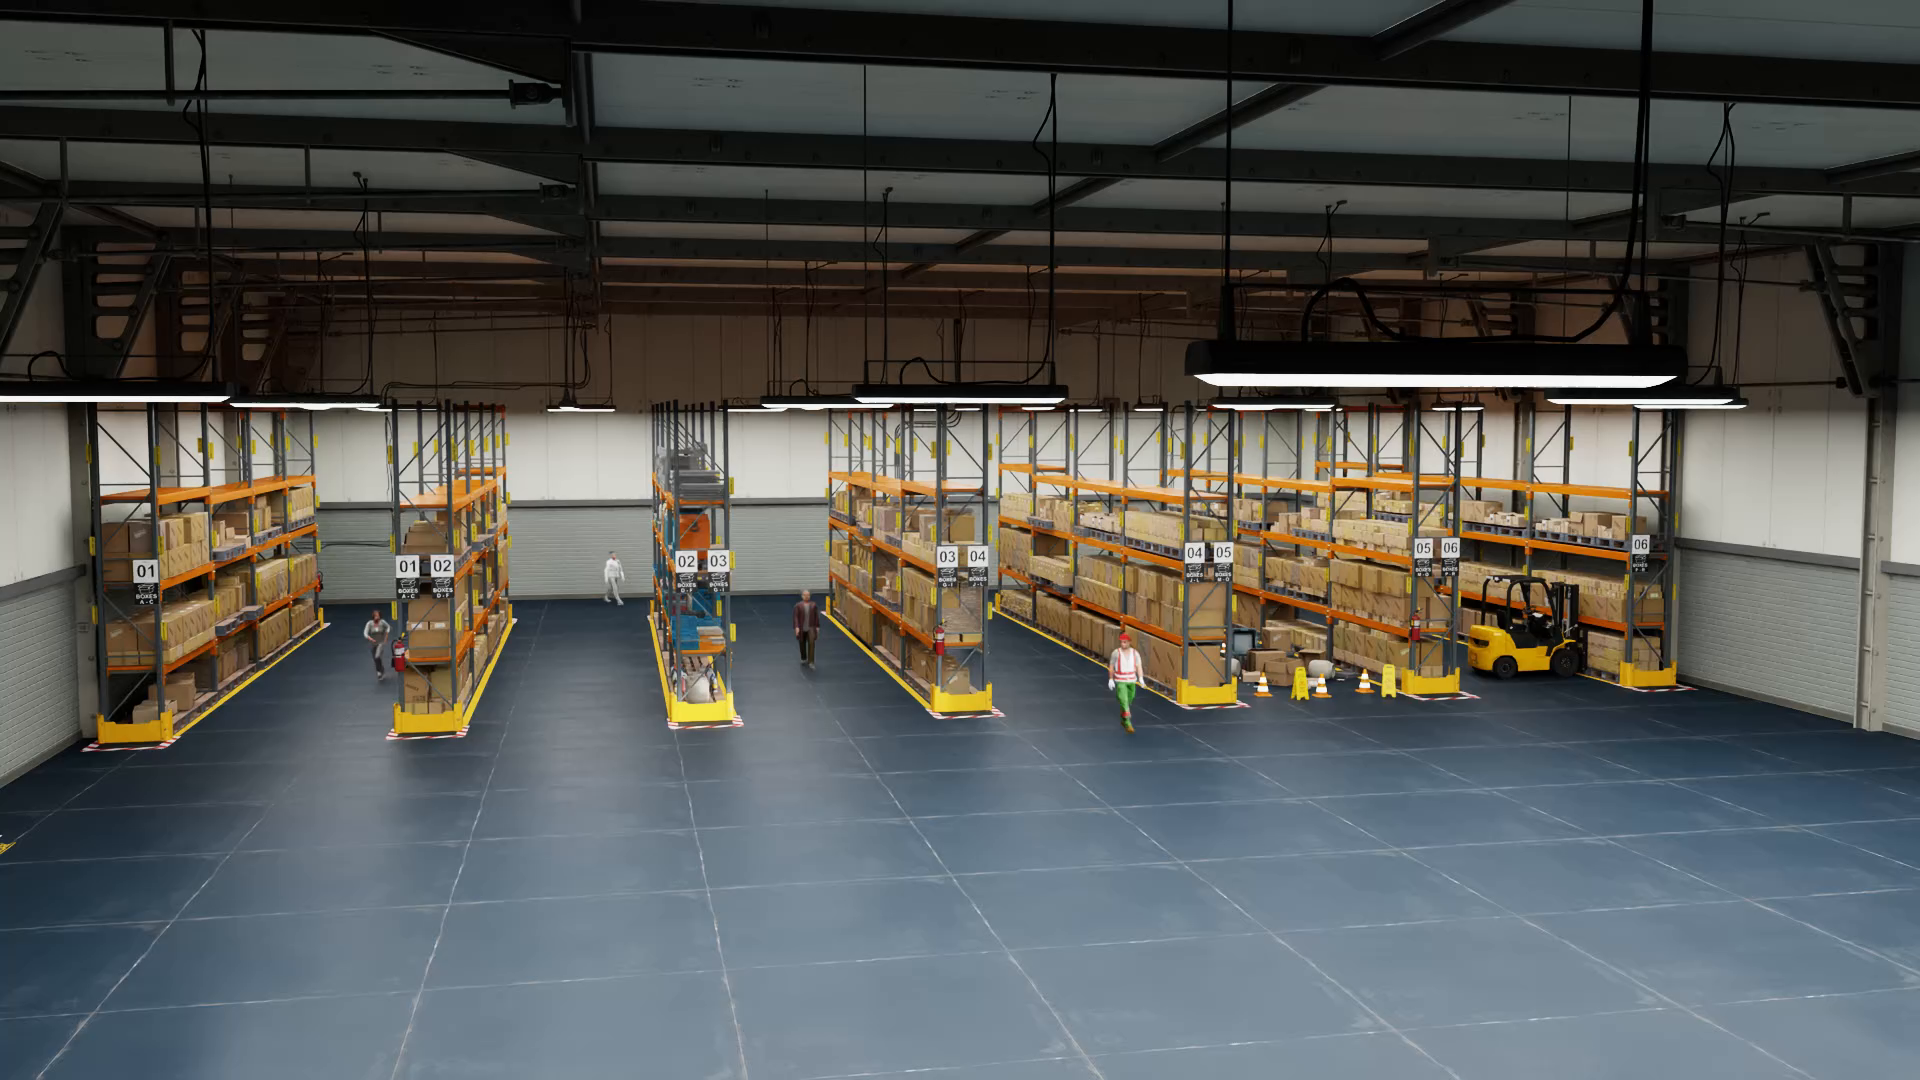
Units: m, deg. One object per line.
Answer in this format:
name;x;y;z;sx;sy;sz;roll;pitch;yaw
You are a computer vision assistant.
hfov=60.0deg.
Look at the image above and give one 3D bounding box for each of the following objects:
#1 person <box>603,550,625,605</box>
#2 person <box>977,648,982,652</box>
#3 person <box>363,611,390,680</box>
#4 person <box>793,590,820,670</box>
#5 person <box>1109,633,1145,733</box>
person;-10.421;1.108;50.117;1.062;1.604;0.497;3;5;36
person;0.353;1.821;40.076;0.644;1.725;1.125;-1;4;-8
person;-12.537;2.250;35.804;0.466;1.515;0.778;0;4;-2
person;-3.477;2.005;37.555;0.601;1.727;1.100;0;4;-3
person;3.021;2.562;29.955;0.565;1.746;0.978;-1;4;-11
